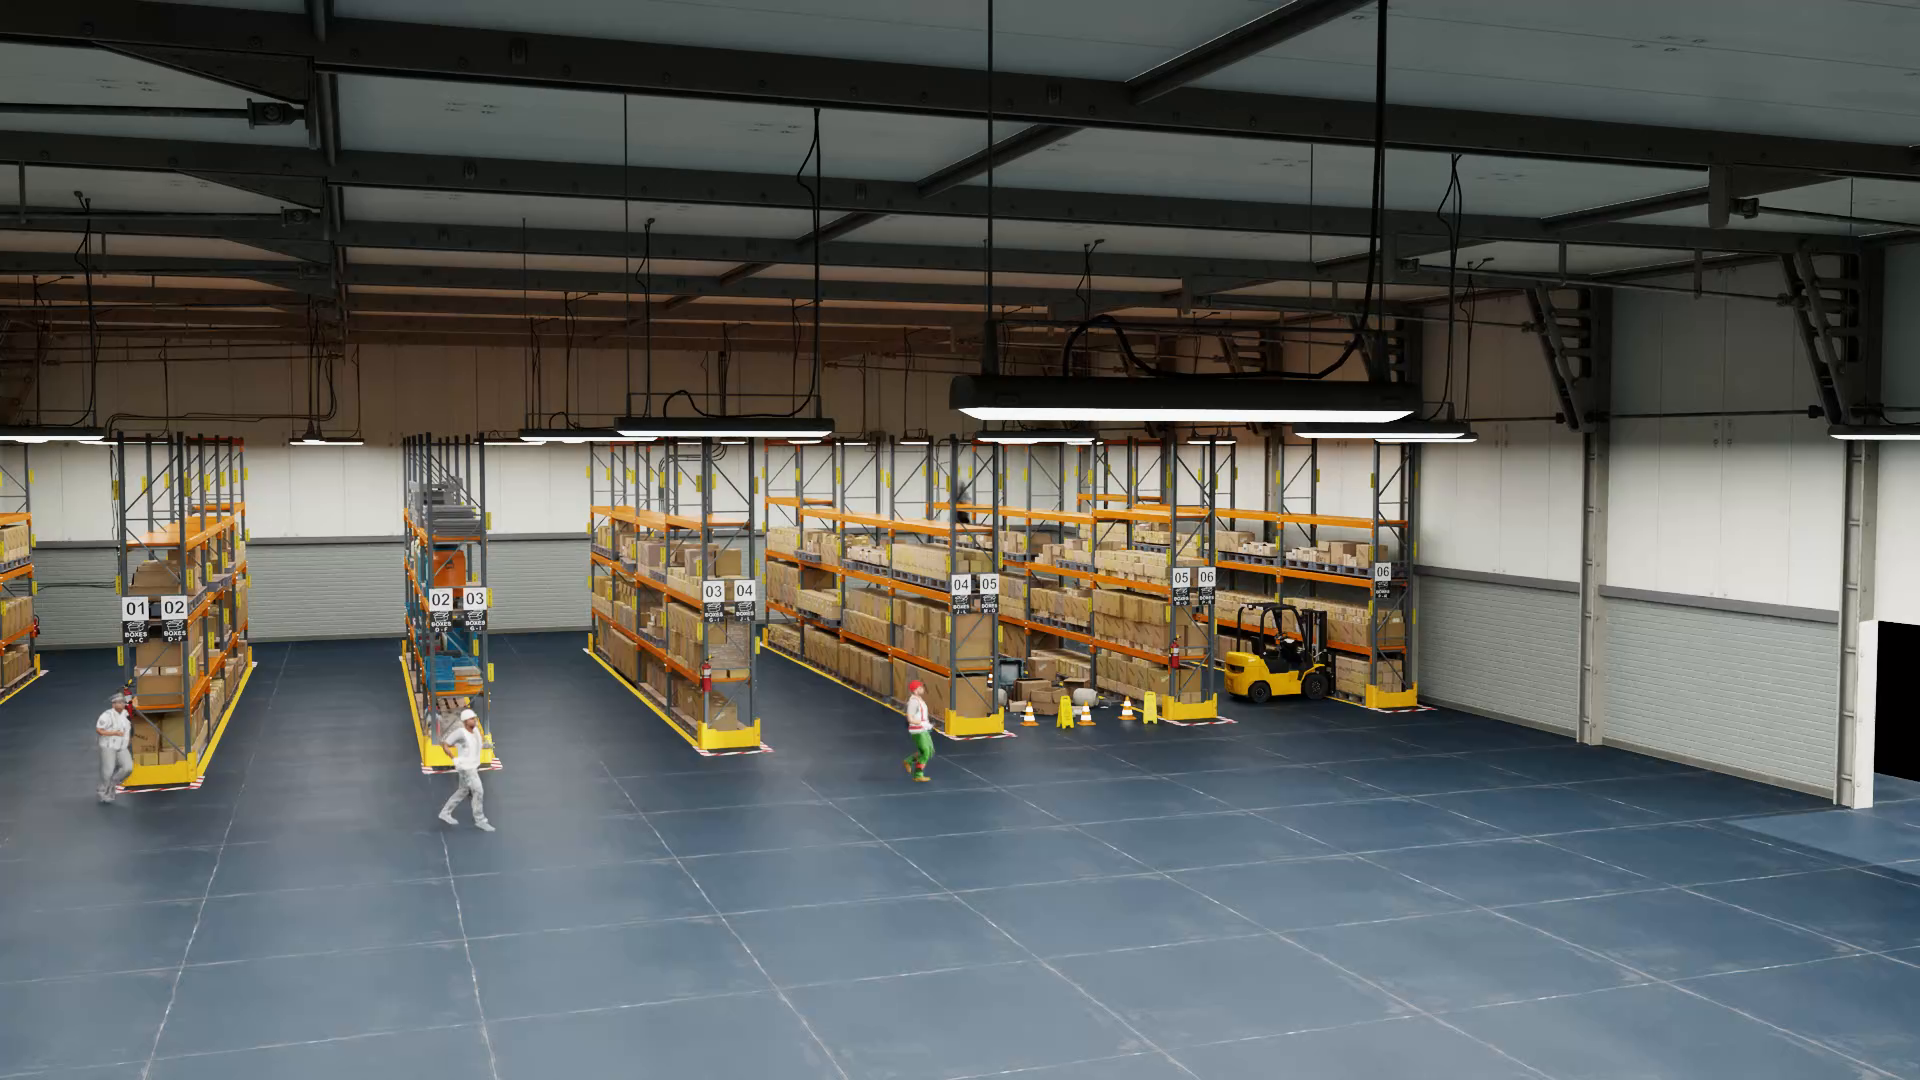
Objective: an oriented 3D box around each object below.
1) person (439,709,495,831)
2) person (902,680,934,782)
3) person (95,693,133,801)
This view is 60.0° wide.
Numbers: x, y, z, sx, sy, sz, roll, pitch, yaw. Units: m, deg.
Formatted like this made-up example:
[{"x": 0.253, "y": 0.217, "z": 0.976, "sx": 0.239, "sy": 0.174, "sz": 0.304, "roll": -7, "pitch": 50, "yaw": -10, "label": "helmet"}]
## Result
[{"x": -7.399, "y": 3.444, "z": 24.959, "sx": 0.877, "sy": 1.827, "sz": 0.655, "roll": 0, "pitch": 3, "yaw": 2, "label": "person"}, {"x": -0.714, "y": 3.271, "z": 28.494, "sx": 0.615, "sy": 1.737, "sz": 0.652, "roll": 1, "pitch": 3, "yaw": 11, "label": "person"}, {"x": -13.660, "y": 3.361, "z": 27.005, "sx": 0.645, "sy": 1.765, "sz": 0.669, "roll": 2, "pitch": 4, "yaw": 27, "label": "person"}]
